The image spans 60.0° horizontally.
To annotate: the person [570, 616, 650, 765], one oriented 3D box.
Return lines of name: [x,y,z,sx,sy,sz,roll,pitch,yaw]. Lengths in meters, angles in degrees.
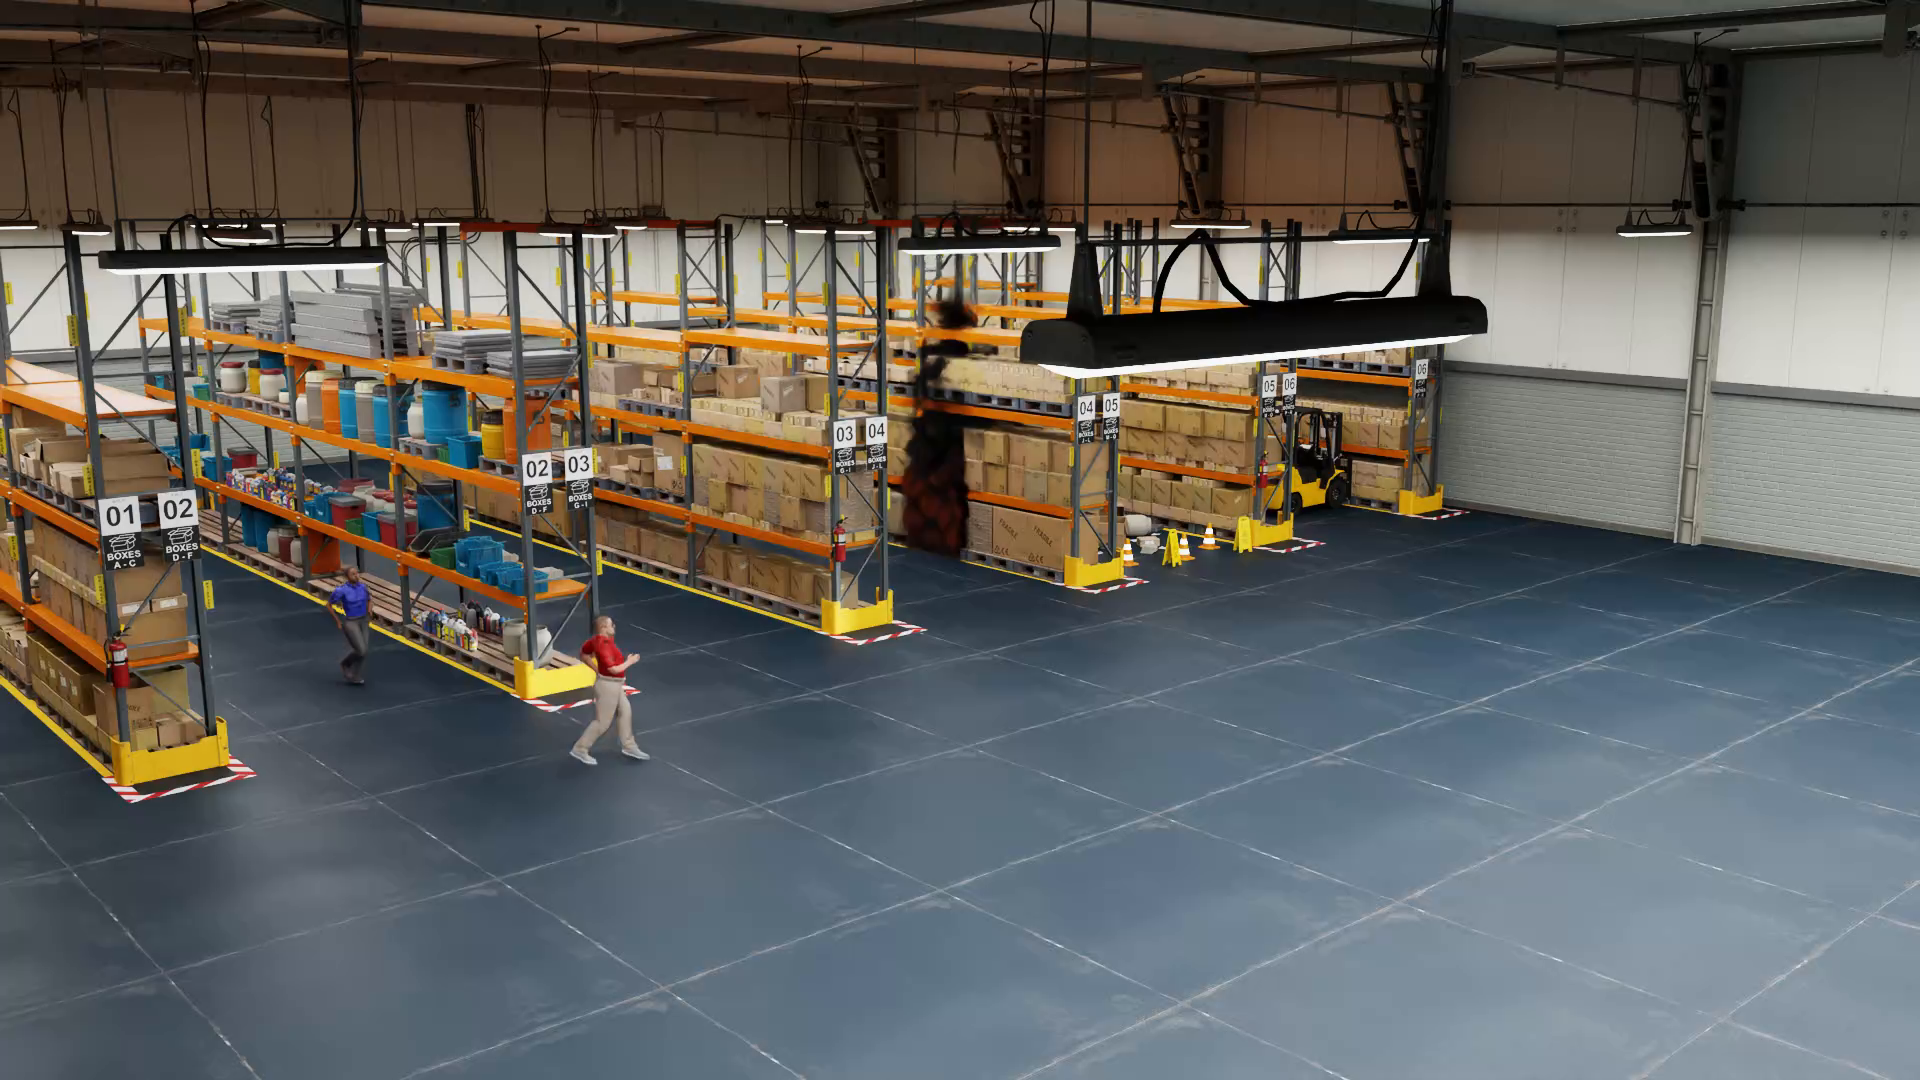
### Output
person: [-4.014,1.720,18.930,0.914,1.760,0.649,-4,12,-17]

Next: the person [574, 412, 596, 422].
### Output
person: [-9.278,-2.732,40.943,0.903,1.745,0.750,-4,12,-20]

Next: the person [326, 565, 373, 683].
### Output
person: [-8.013,1.139,22.113,0.559,1.608,0.560,8,14,34]
